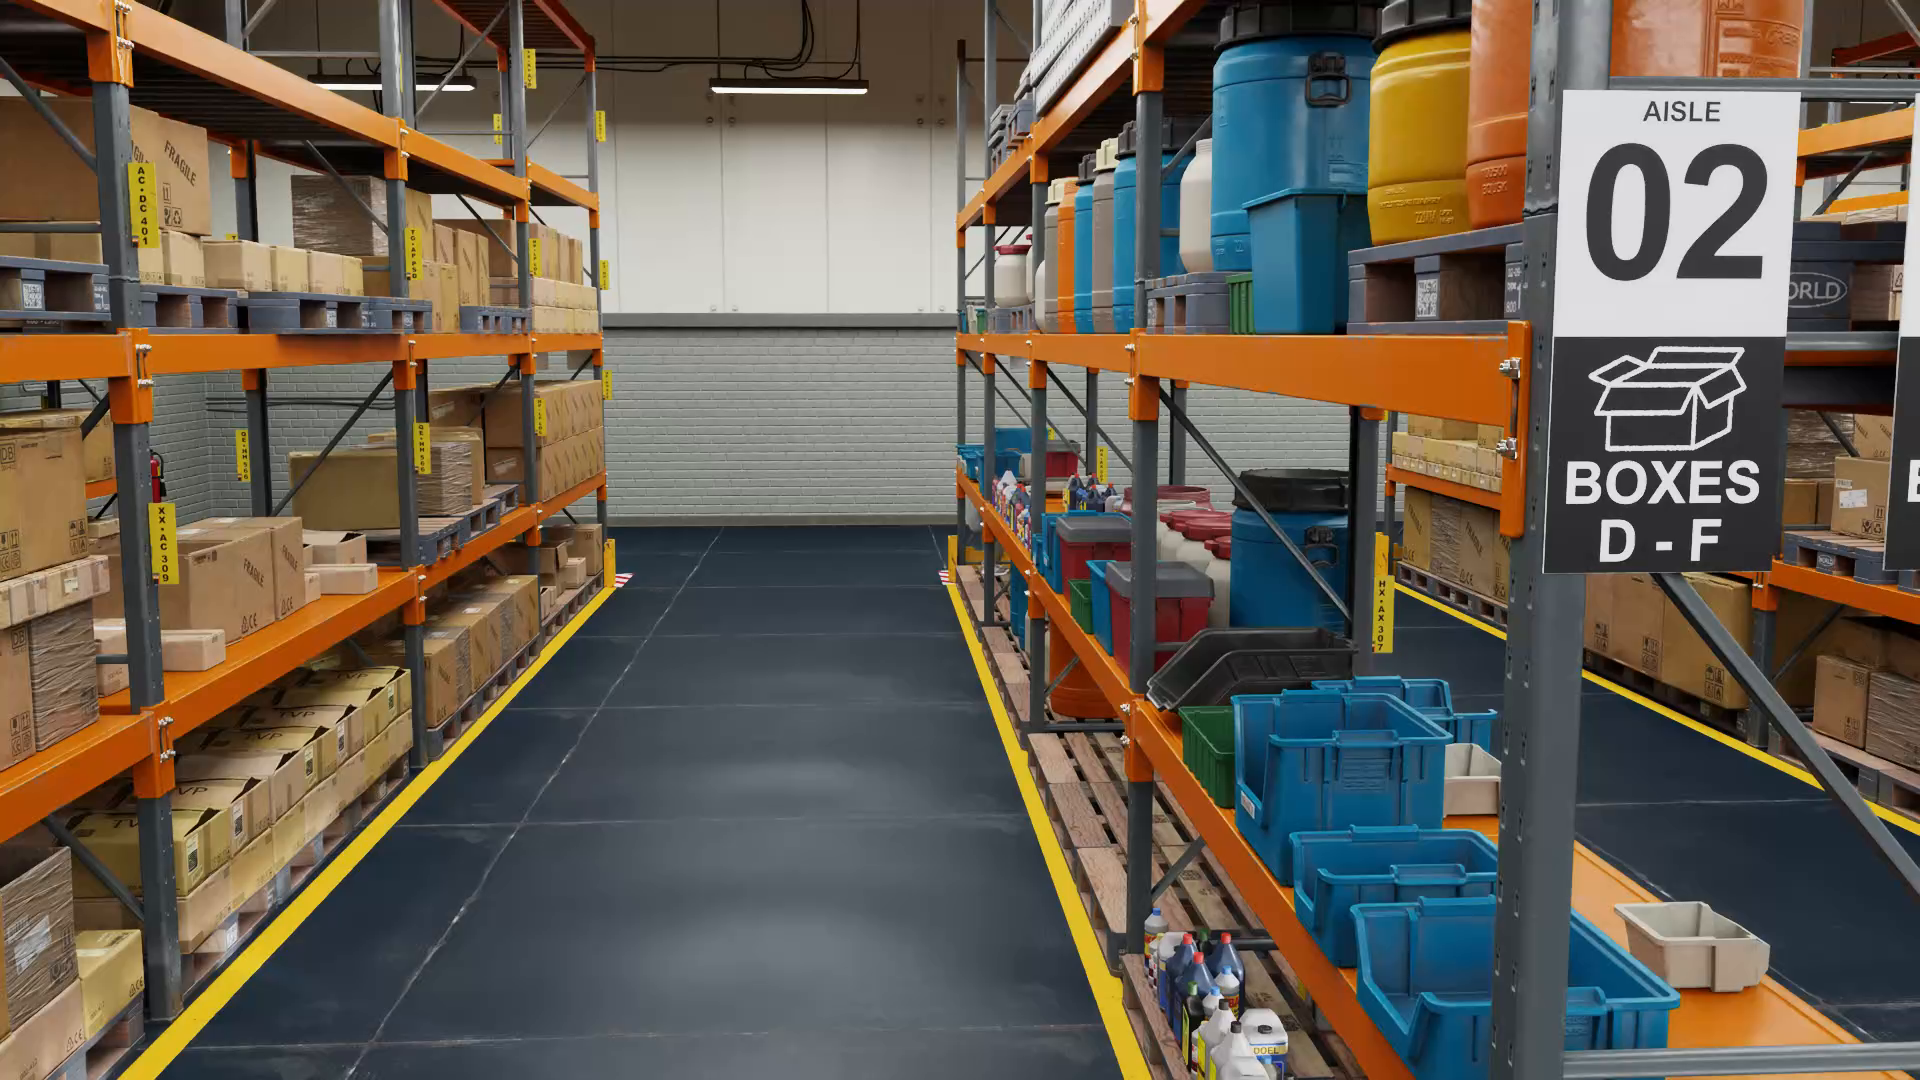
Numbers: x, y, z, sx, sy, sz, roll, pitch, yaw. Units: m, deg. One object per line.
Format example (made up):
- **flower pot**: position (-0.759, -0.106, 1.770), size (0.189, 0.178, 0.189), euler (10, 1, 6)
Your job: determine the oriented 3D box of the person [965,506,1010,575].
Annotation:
- **person**: position (0.442, -0.145, 18.082), size (0.765, 1.031, 0.454), euler (1, 7, 8)
